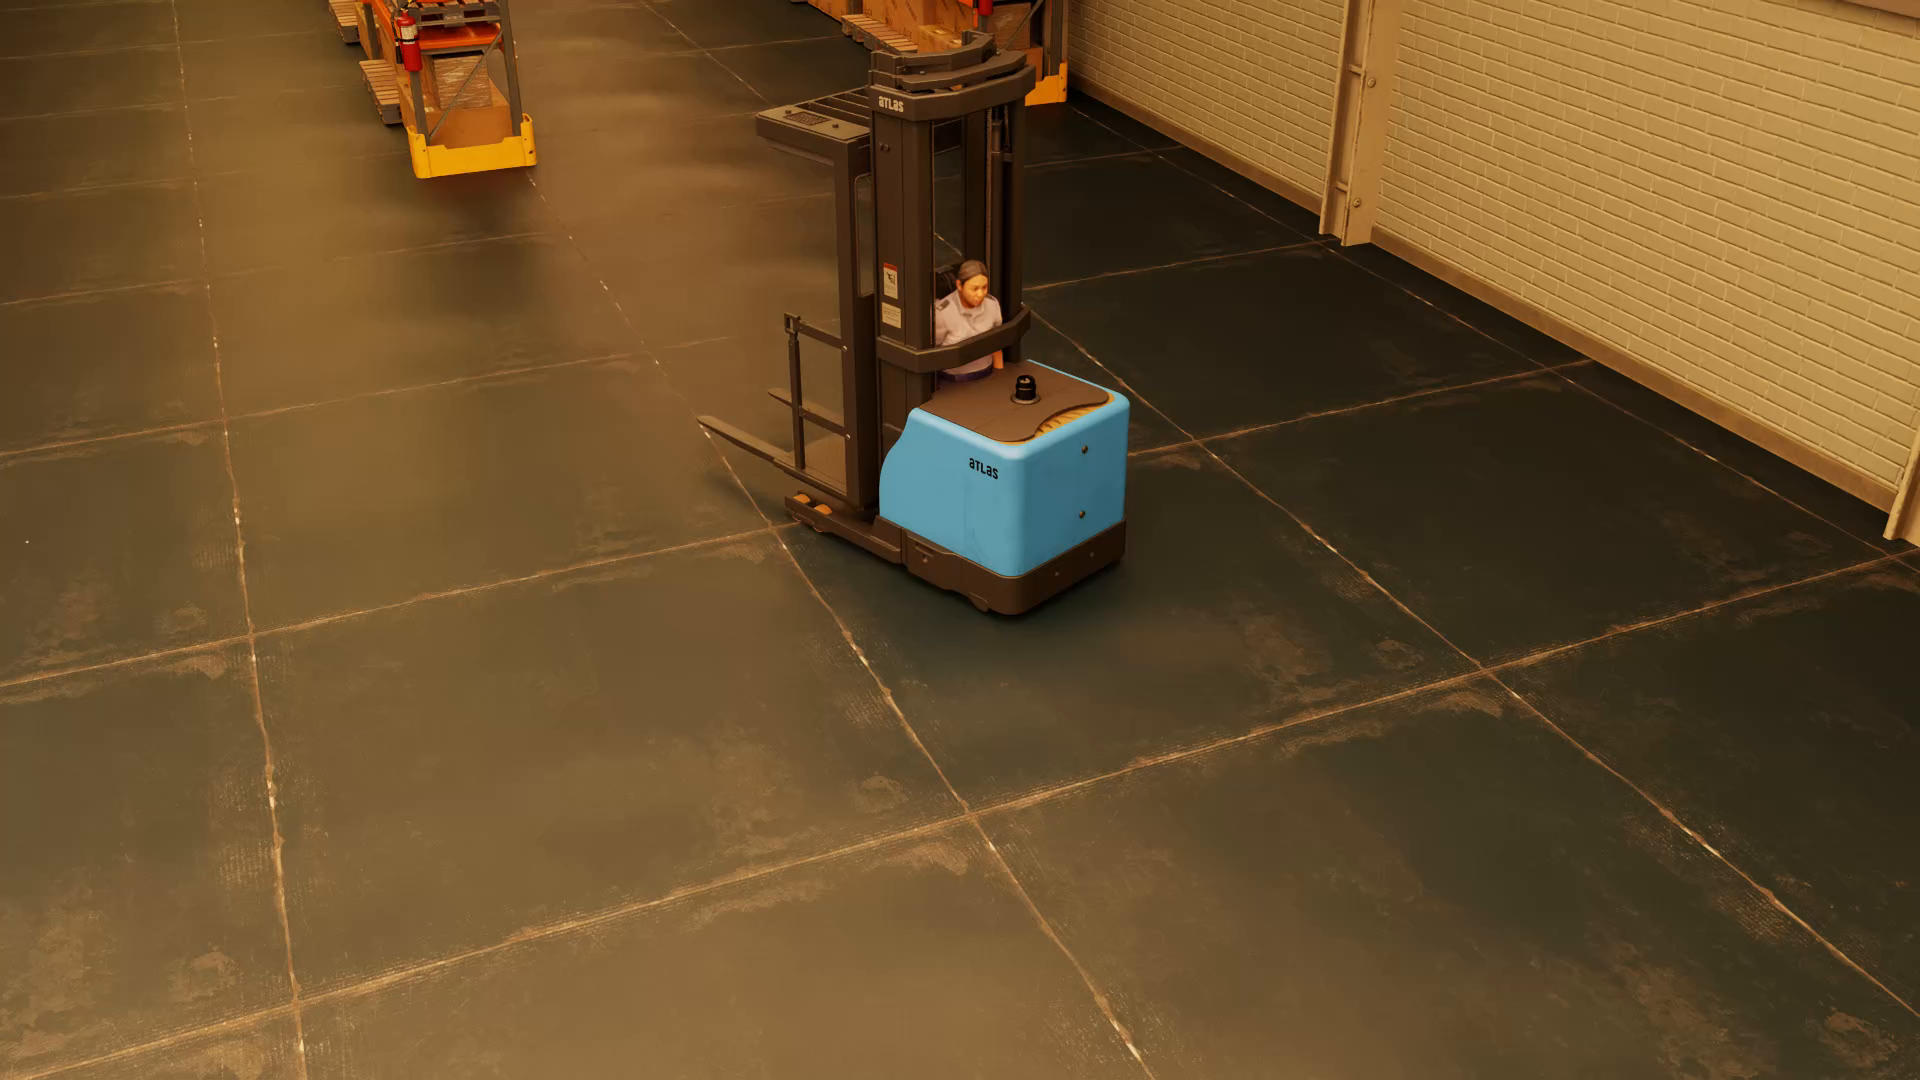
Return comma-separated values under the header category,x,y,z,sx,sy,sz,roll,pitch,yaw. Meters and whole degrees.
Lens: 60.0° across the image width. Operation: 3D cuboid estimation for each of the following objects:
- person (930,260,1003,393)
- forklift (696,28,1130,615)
category,x,y,z,sx,sy,sz,roll,pitch,yaw
person,0.011,-0.836,9.566,0.549,1.635,0.370,-14,32,-22
forklift,-0.436,-1.483,9.714,3.031,2.935,1.130,26,39,37
